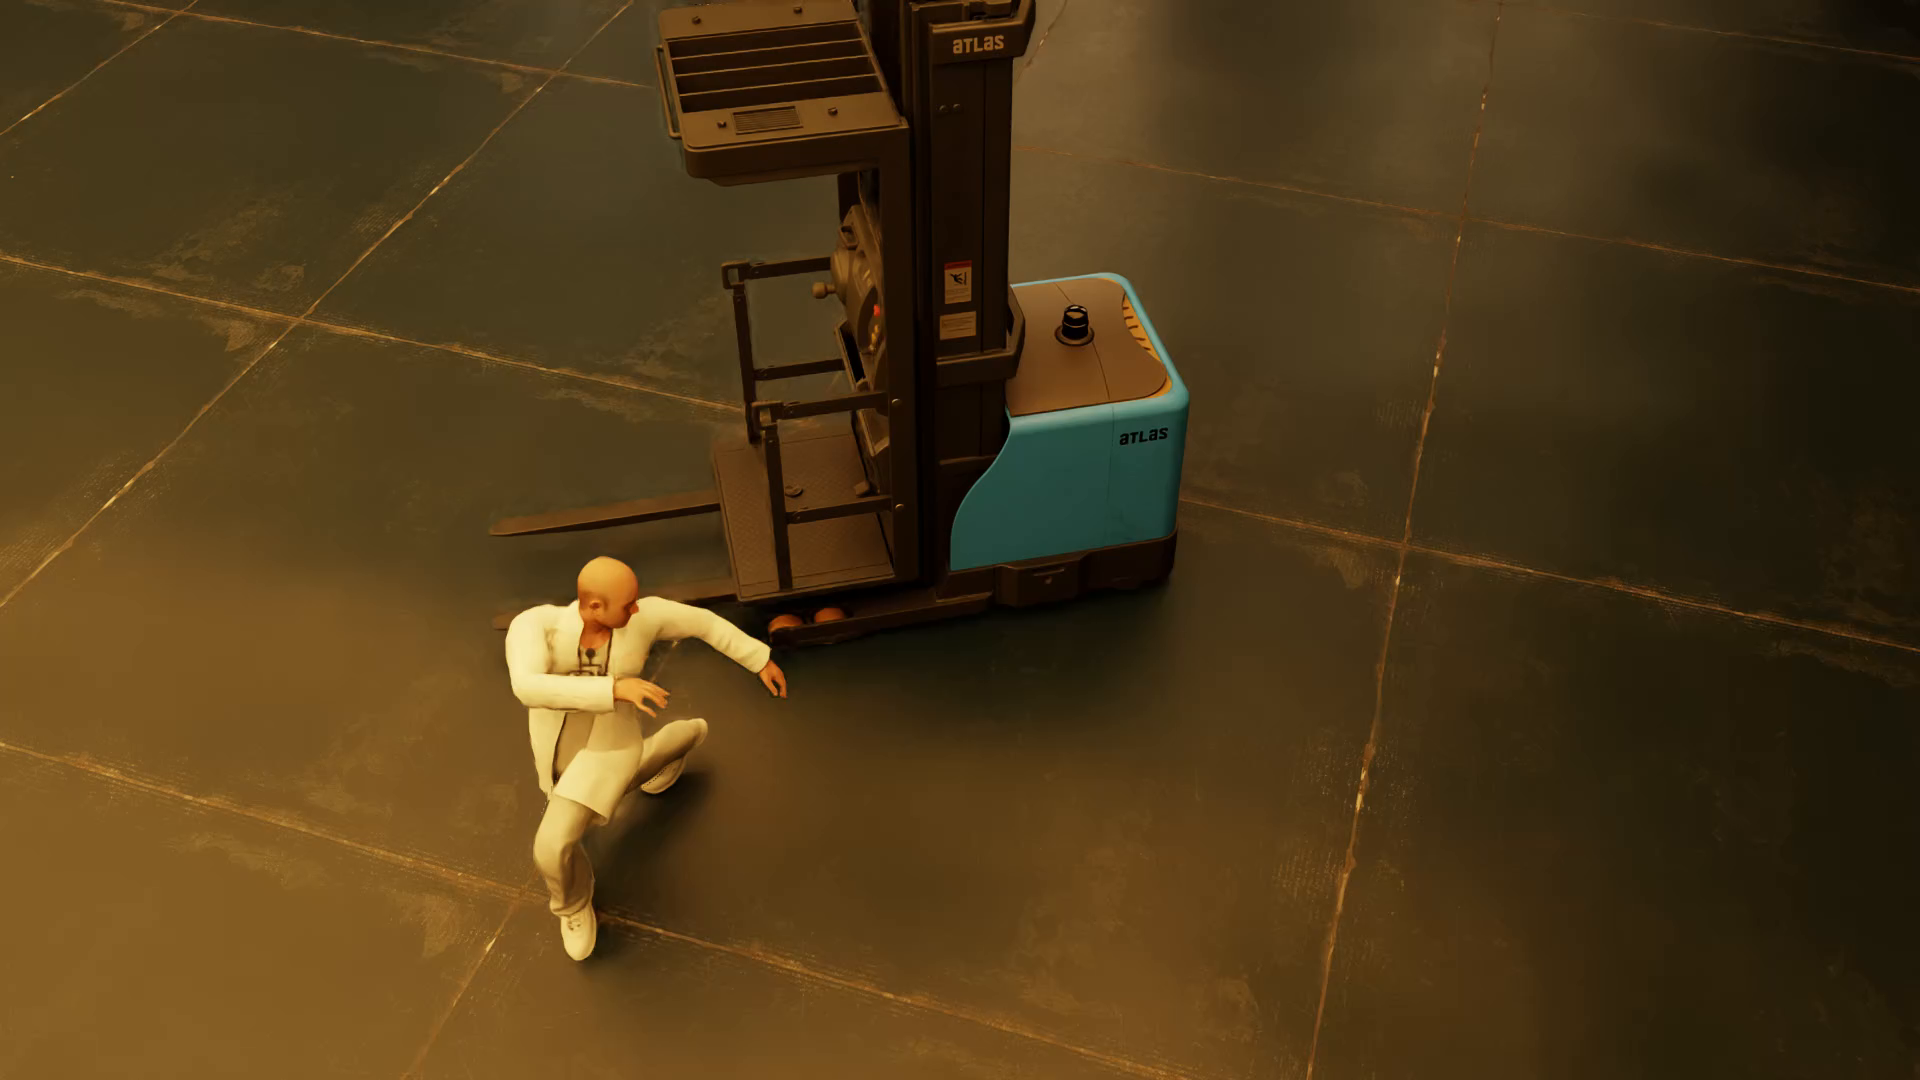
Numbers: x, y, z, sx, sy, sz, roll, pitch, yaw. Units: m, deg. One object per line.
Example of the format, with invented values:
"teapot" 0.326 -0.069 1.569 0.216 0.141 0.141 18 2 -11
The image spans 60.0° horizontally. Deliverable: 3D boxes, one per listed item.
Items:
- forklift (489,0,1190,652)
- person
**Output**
"forklift" -0.595 -0.981 6.743 3.031 2.935 1.130 -9 44 -9
"person" -1.156 0.702 6.014 0.877 1.497 1.048 9 44 9
